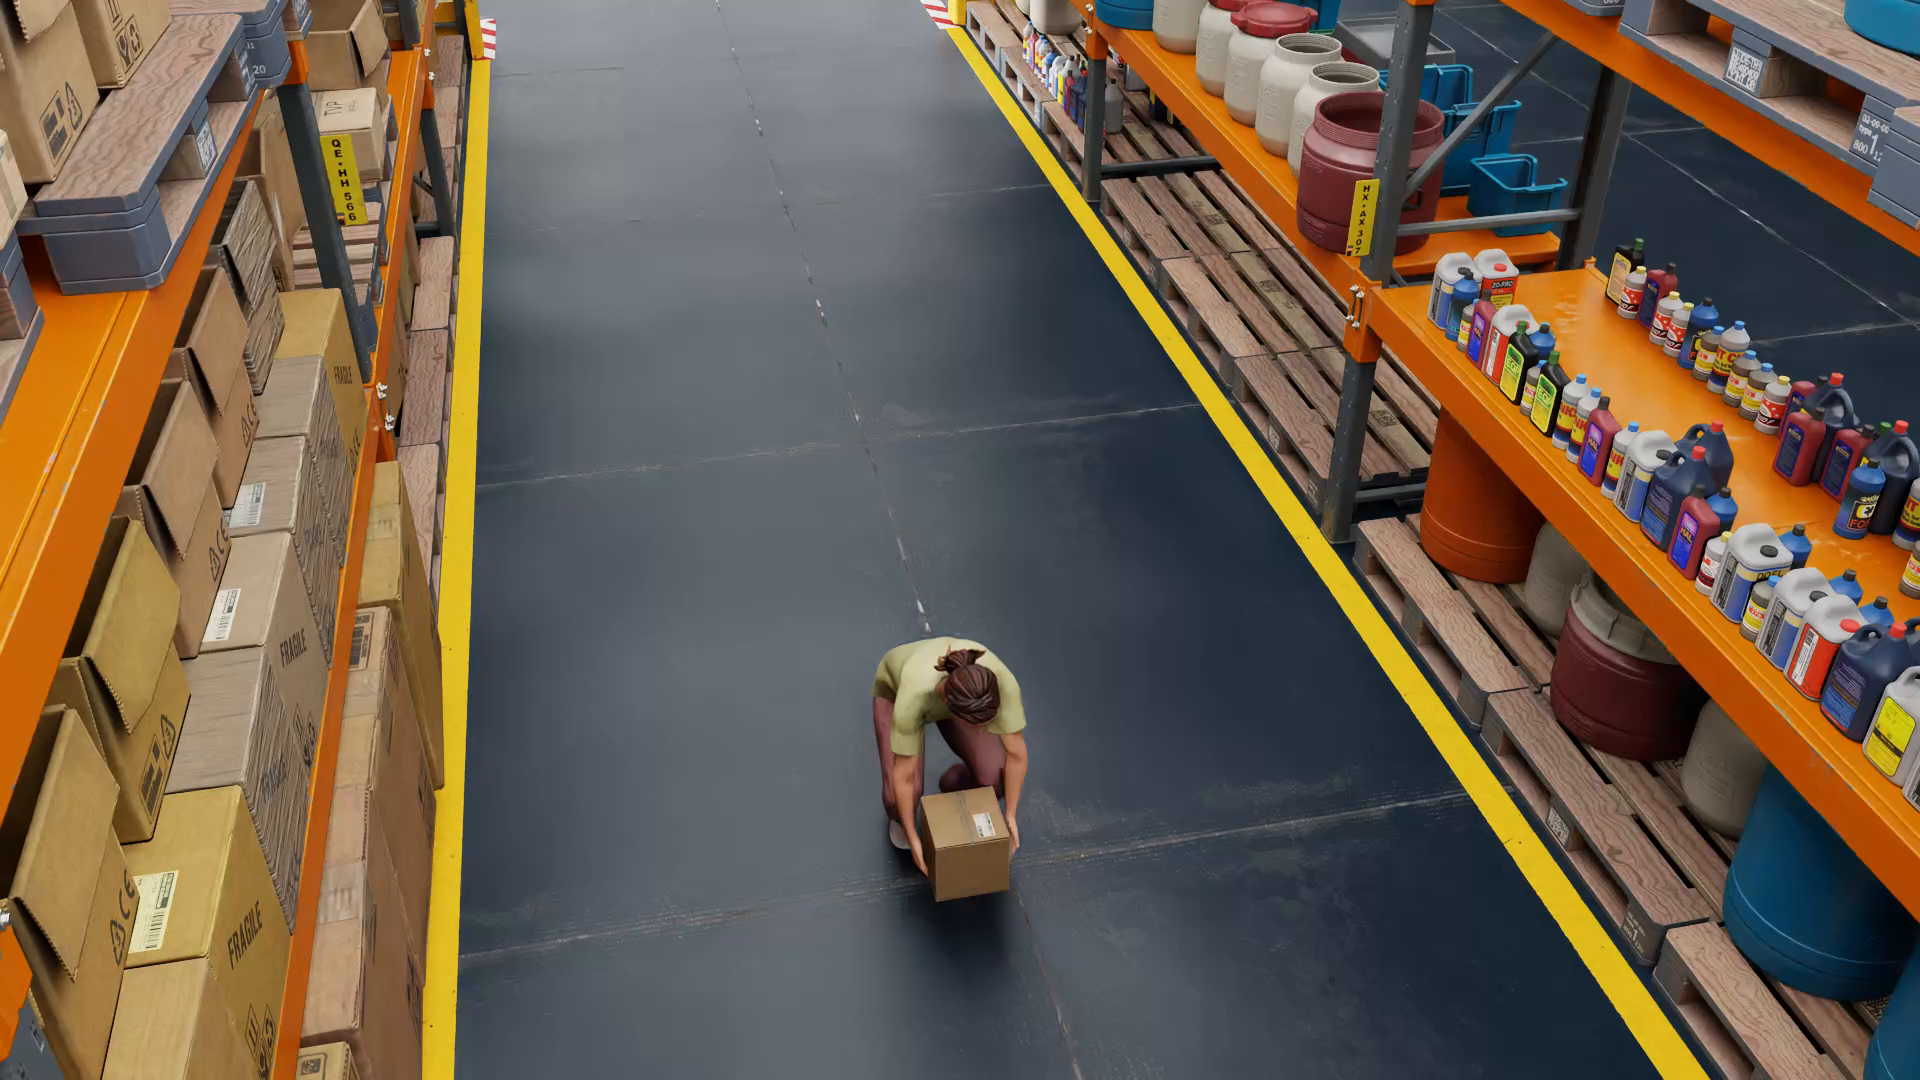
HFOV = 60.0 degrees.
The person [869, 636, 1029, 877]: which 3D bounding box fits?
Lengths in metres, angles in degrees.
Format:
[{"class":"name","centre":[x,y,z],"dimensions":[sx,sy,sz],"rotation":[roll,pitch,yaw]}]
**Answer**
[{"class":"person","centre":[-0.046,0.674,5.770],"dimensions":[0.496,0.991,0.775],"rotation":[-7,35,-11]}]
